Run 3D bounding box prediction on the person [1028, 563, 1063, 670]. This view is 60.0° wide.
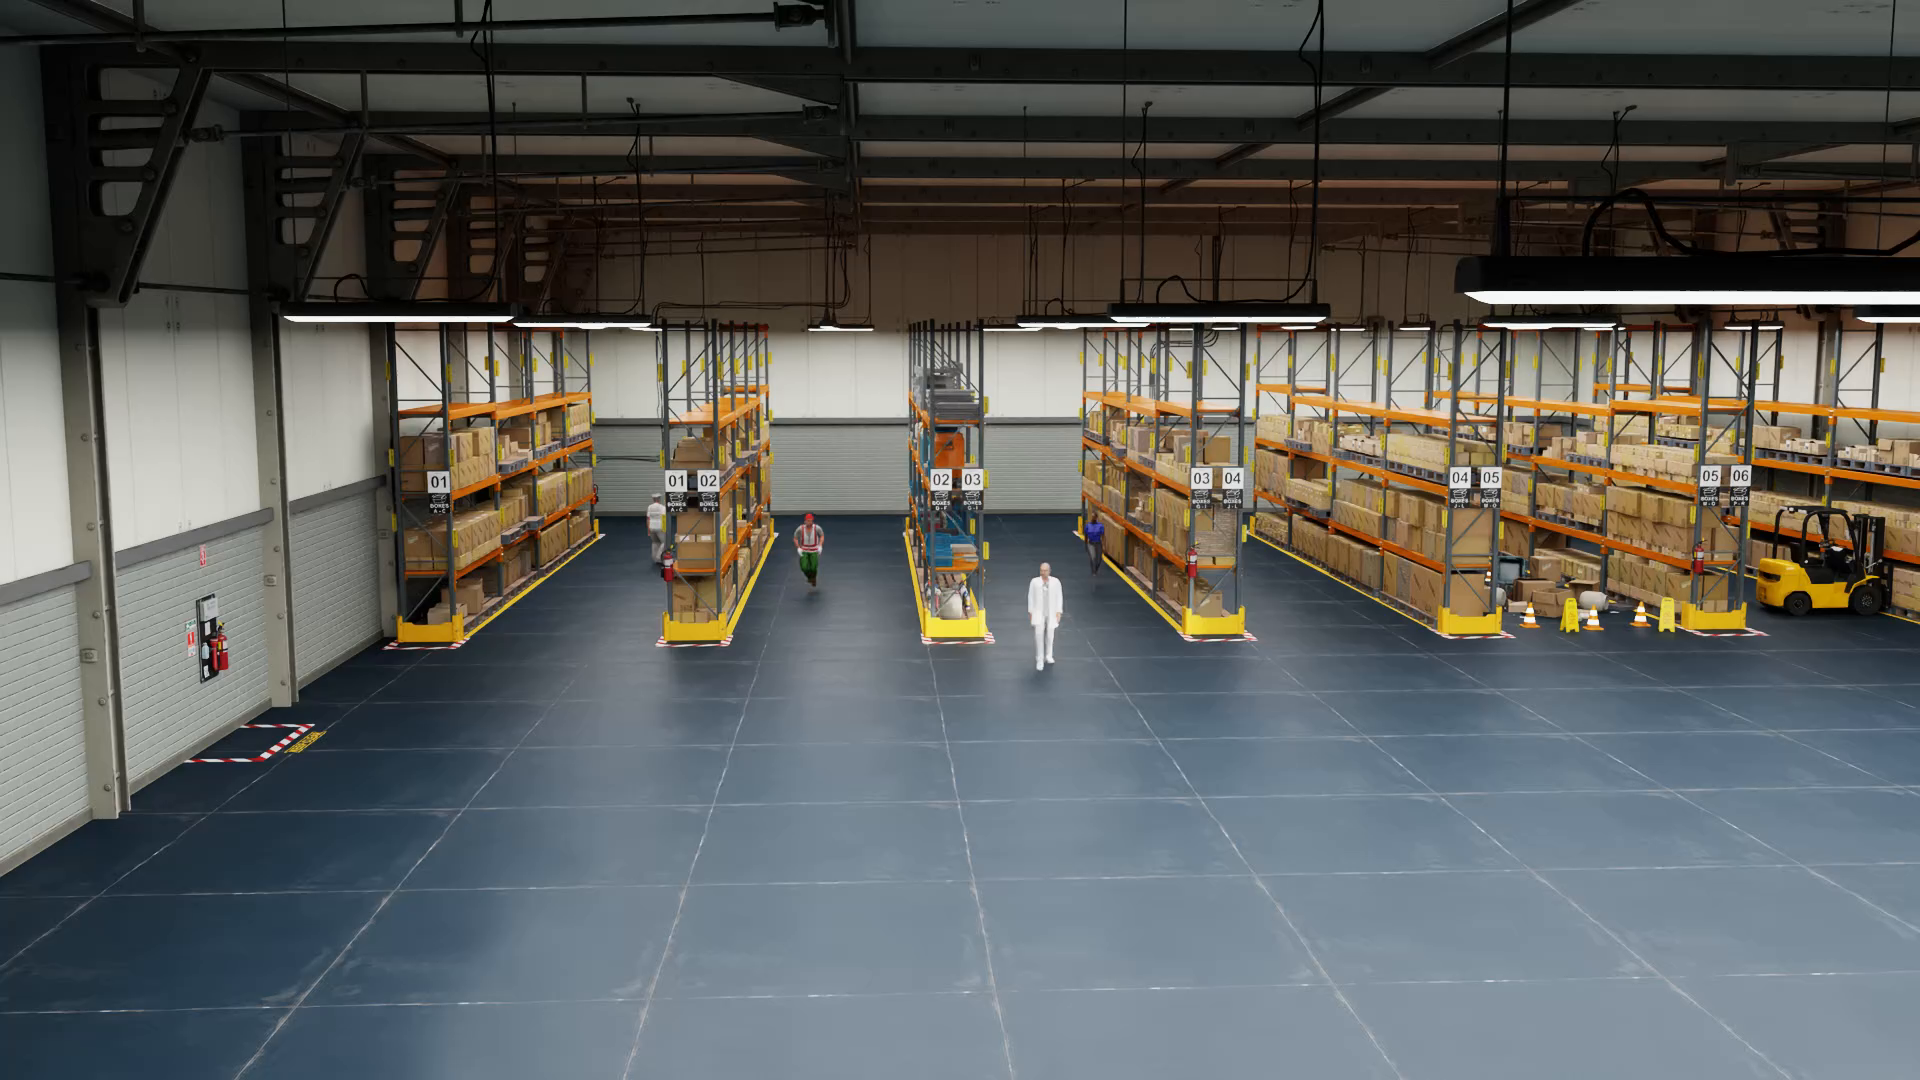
[{"bbox_3d":[1.480,1.306,28.749,0.583,1.811,0.763,0,7,-1],"label":"person"}]

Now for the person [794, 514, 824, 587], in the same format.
[{"bbox_3d":[-3.314,0.228,36.480,0.650,1.661,0.700,0,7,3],"label":"person"}]

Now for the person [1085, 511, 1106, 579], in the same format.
[{"bbox_3d":[3.043,0.099,37.394,0.447,1.507,1.023,-1,7,-6],"label":"person"}]

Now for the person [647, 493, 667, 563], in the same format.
[{"bbox_3d":[-7.578,-0.282,41.597,0.576,1.761,0.533,3,8,23],"label":"person"}]
